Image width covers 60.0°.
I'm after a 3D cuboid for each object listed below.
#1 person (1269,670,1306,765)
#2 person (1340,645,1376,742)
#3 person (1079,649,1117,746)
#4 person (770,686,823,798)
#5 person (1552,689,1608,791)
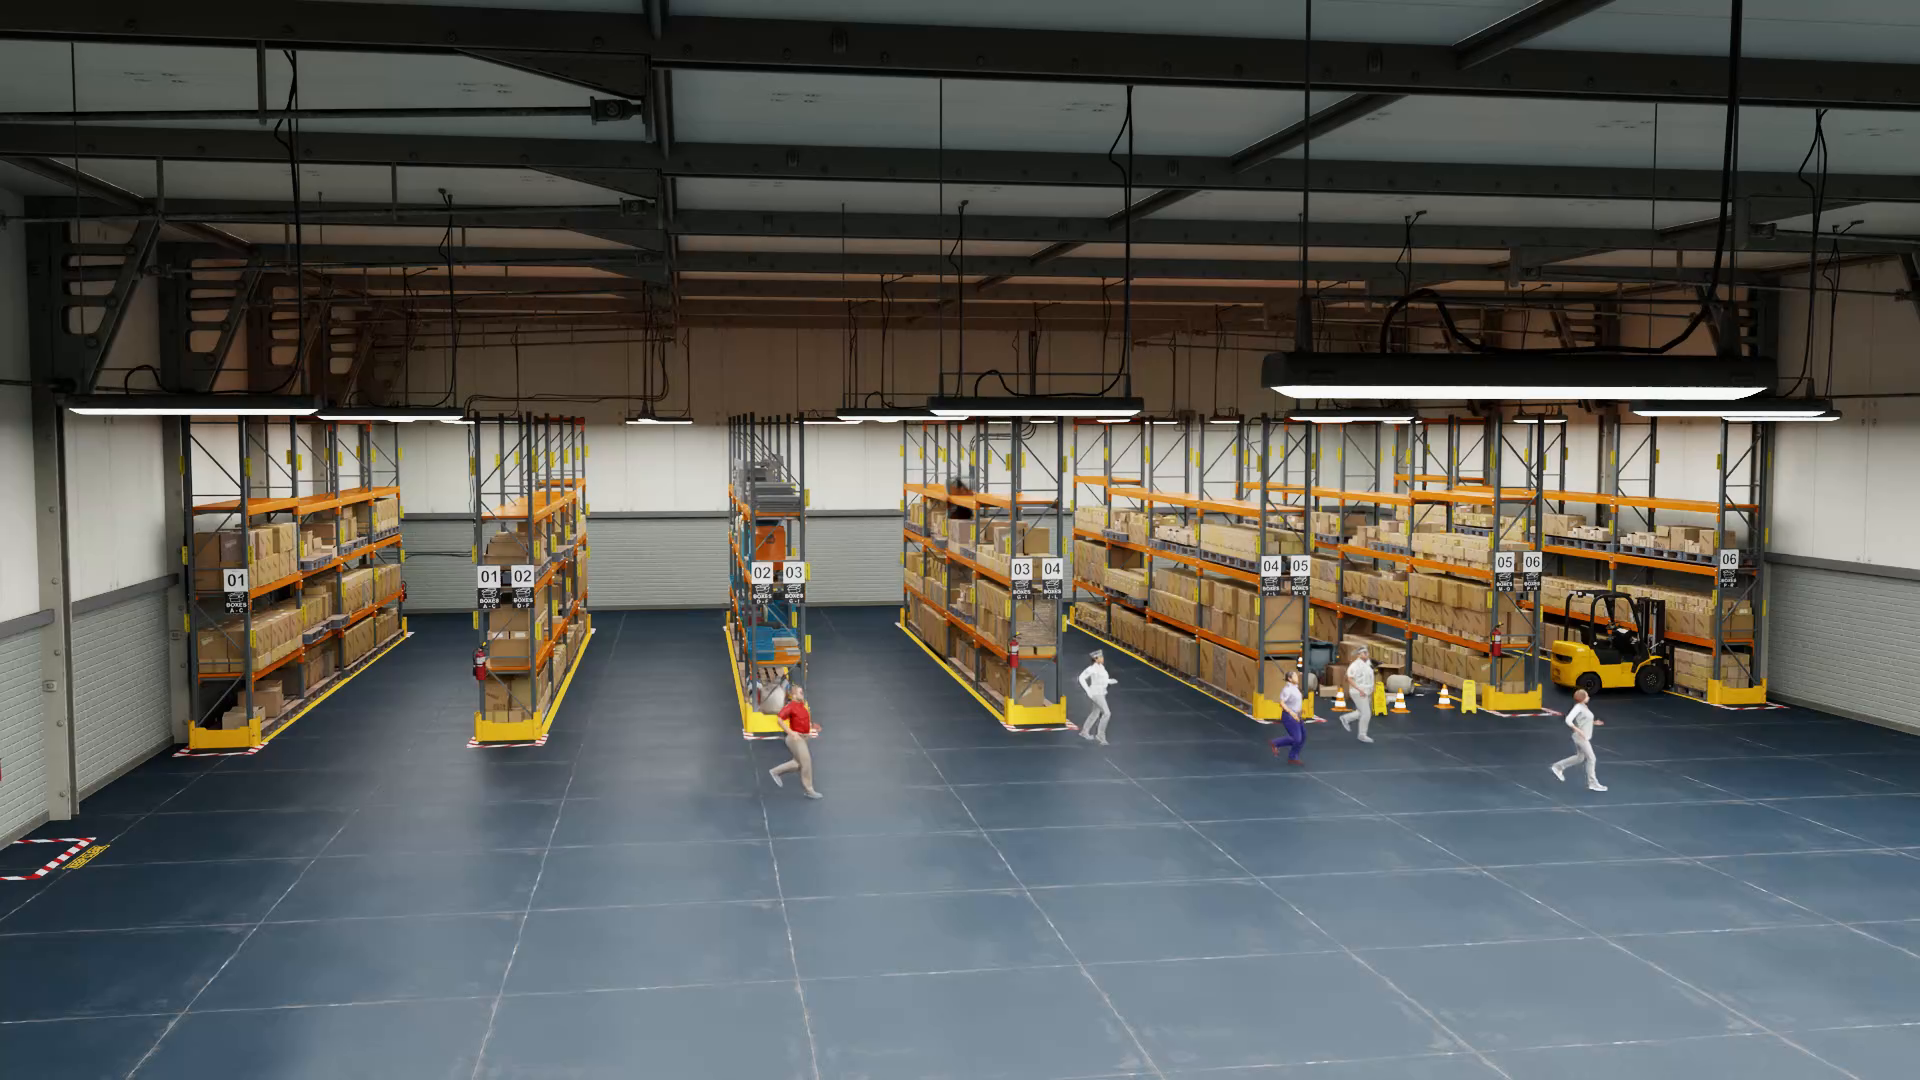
[{"bbox_3d":[5.585,3.022,28.257,0.586,1.586,0.613,2,4,26],"label":"person"},{"bbox_3d":[7.269,2.783,30.451,0.729,1.781,0.663,4,5,43],"label":"person"},{"bbox_3d":[2.488,2.839,30.024,0.729,1.749,0.580,2,4,25],"label":"person"},{"bbox_3d":[-2.553,3.127,25.772,0.902,1.731,0.663,1,4,12],"label":"person"},{"bbox_3d":[9.780,3.136,26.230,0.864,1.575,0.545,2,4,29],"label":"person"}]
